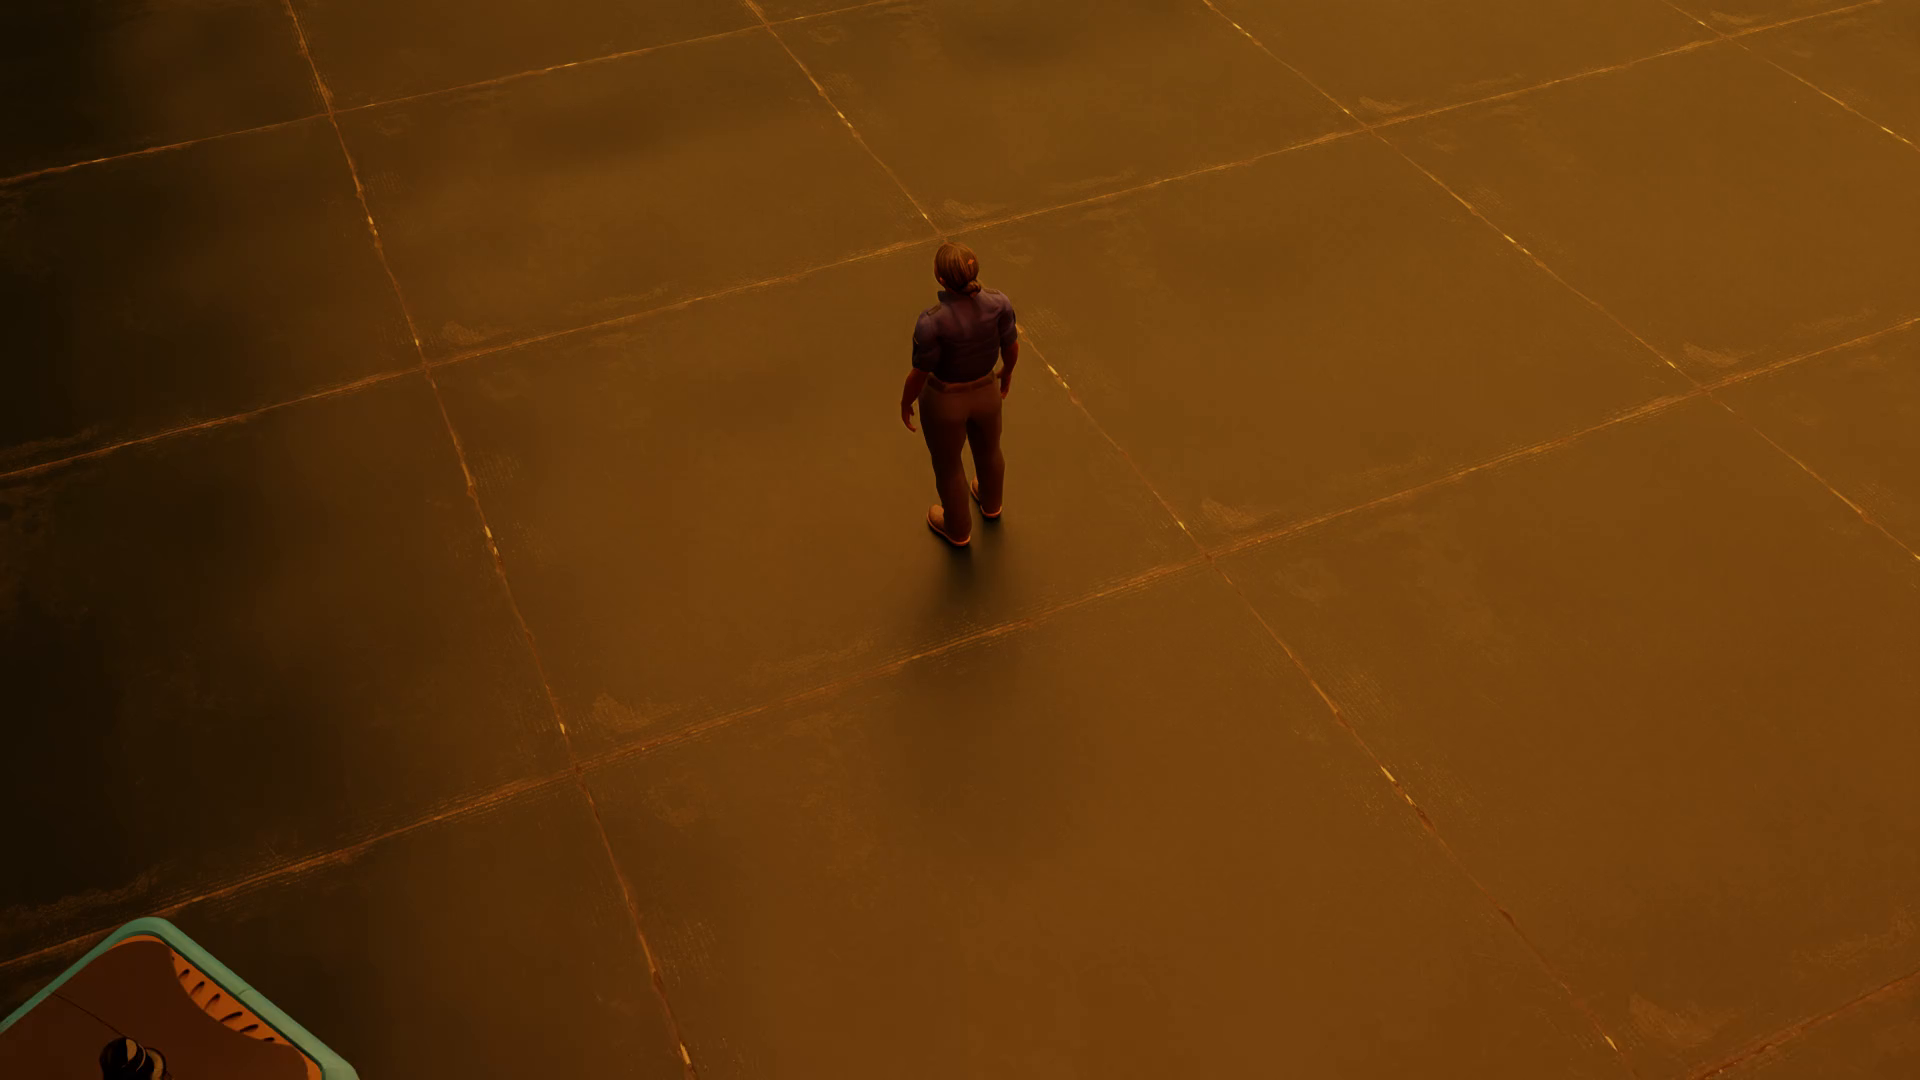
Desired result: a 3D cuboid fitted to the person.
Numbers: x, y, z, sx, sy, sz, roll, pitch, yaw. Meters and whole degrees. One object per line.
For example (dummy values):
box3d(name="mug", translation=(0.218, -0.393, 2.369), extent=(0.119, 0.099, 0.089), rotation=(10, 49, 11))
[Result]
box3d(name="person", translation=(-0.019, -0.670, 7.323), extent=(0.569, 1.656, 0.503), rotation=(-18, 46, -18))

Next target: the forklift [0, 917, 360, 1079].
box3d(name="forklift", translation=(-2.935, 1.847, 3.701), extent=(1.130, 2.935, 3.031), rotation=(26, 49, 25))
